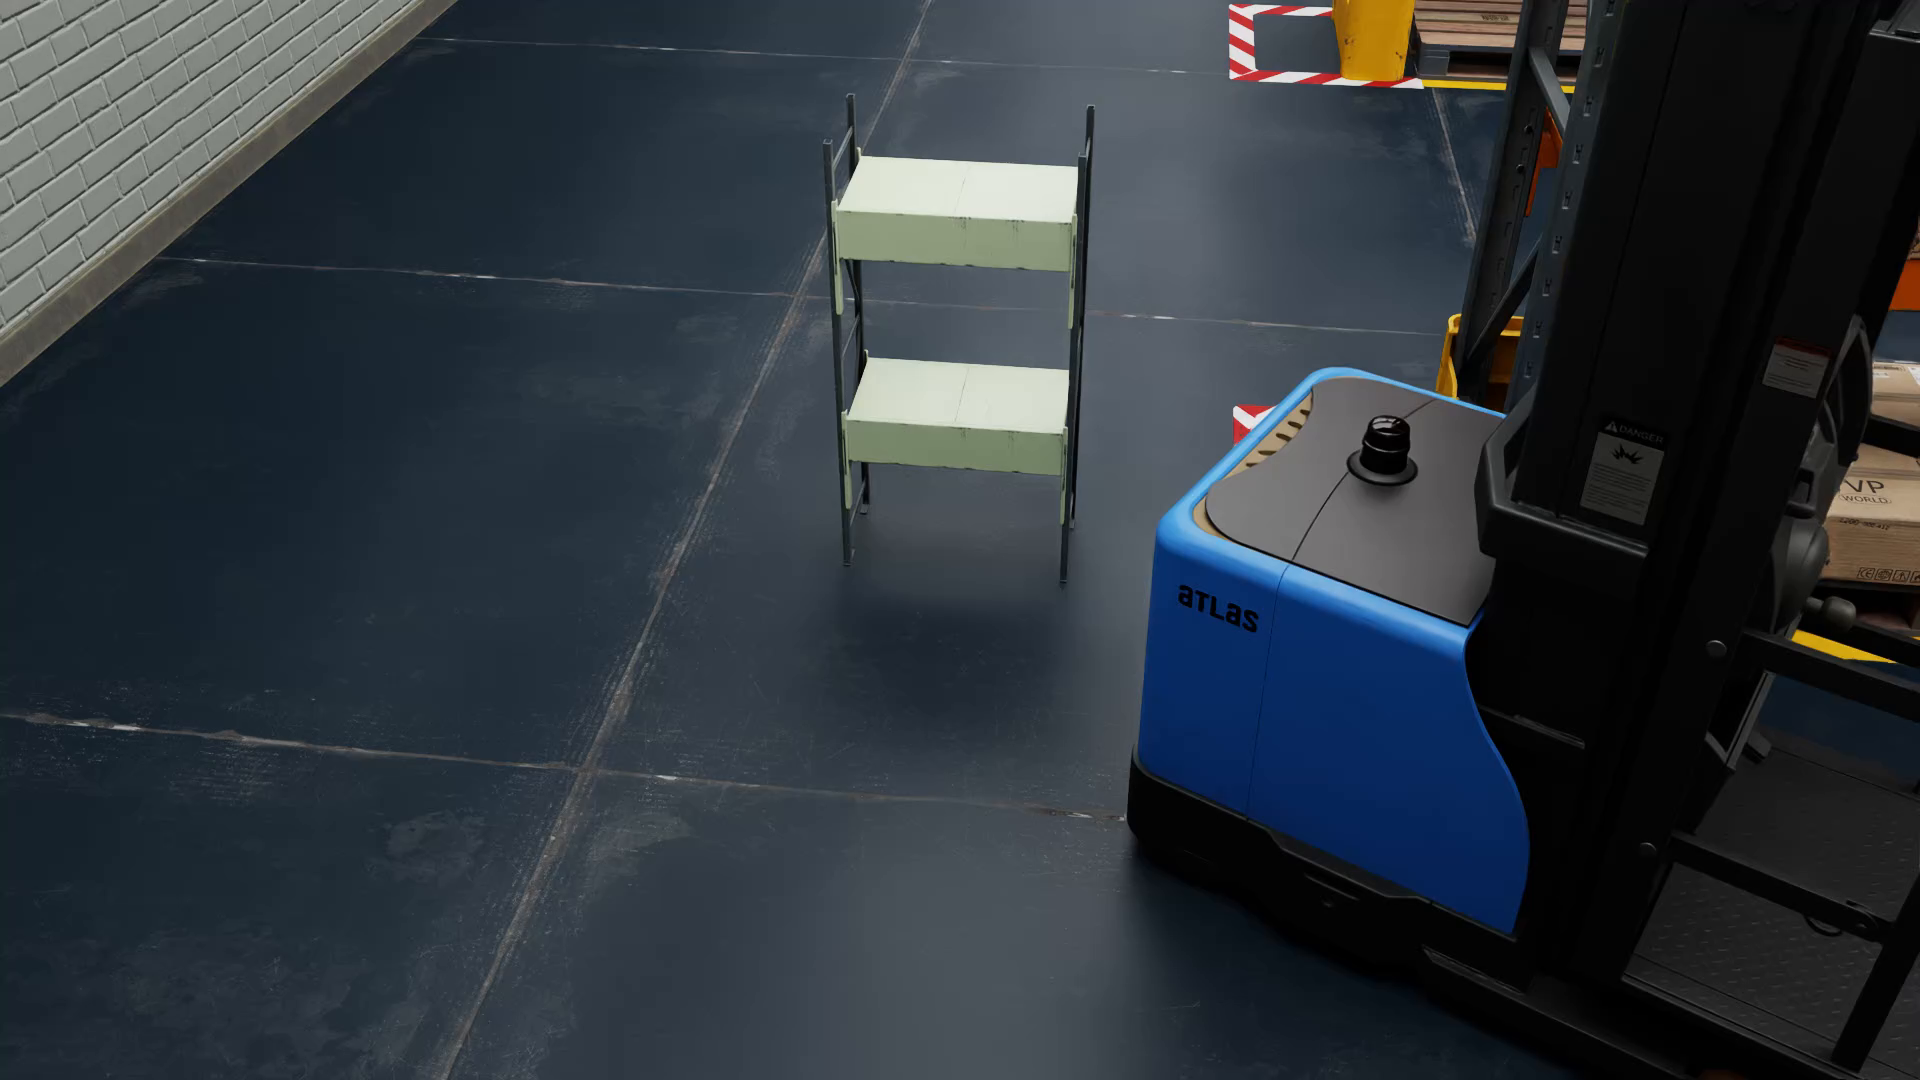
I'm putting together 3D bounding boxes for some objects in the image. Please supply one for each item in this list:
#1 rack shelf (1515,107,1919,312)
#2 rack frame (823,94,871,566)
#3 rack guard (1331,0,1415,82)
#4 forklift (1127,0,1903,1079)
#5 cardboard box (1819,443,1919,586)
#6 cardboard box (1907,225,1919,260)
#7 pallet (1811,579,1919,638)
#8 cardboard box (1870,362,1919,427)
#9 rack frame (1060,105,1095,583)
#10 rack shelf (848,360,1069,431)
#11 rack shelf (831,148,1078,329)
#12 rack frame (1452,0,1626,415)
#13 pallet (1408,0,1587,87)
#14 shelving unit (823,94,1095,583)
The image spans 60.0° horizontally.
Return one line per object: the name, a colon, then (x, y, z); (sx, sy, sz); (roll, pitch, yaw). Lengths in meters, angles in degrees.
rack shelf: (3.775, -0.856, 4.986); (4.000, 0.370, 1.077); (4, 36, 6)
rack frame: (-0.356, -0.637, 5.352); (0.023, 1.500, 0.400); (4, 36, 6)
rack guard: (2.400, -3.127, 9.701); (0.348, 0.500, 1.175); (4, 36, 6)
forklift: (1.960, -0.104, 3.373); (3.031, 2.935, 1.130); (22, 41, 27)
cardboard box: (2.790, -0.116, 5.318); (0.500, 0.250, 0.500); (4, 36, 6)
cardboard box: (2.710, -1.117, 4.647); (0.500, 0.500, 0.500); (4, 36, 5)
pallet: (2.658, -0.097, 5.705); (1.213, 0.211, 1.003); (4, 36, 6)
cardboard box: (3.300, -0.370, 5.675); (0.500, 0.250, 0.500); (4, 36, 6)
rack frame: (0.370, -0.583, 5.276); (0.023, 1.500, 0.400); (4, 36, 6)
rack shelf: (0.007, -0.424, 5.446); (0.686, 0.124, 0.368); (4, 36, 6)
rack shelf: (0.007, -0.928, 5.087); (0.720, 0.370, 0.431); (4, 36, 6)
rack frame: (1.791, -1.296, 4.984); (0.127, 3.000, 1.000); (4, 36, 6)
pallet: (3.239, -2.932, 9.676); (1.213, 0.211, 1.003); (4, 36, 6)
shelving unit: (0.007, -0.610, 5.314); (0.755, 1.500, 0.431); (4, 36, 6)
